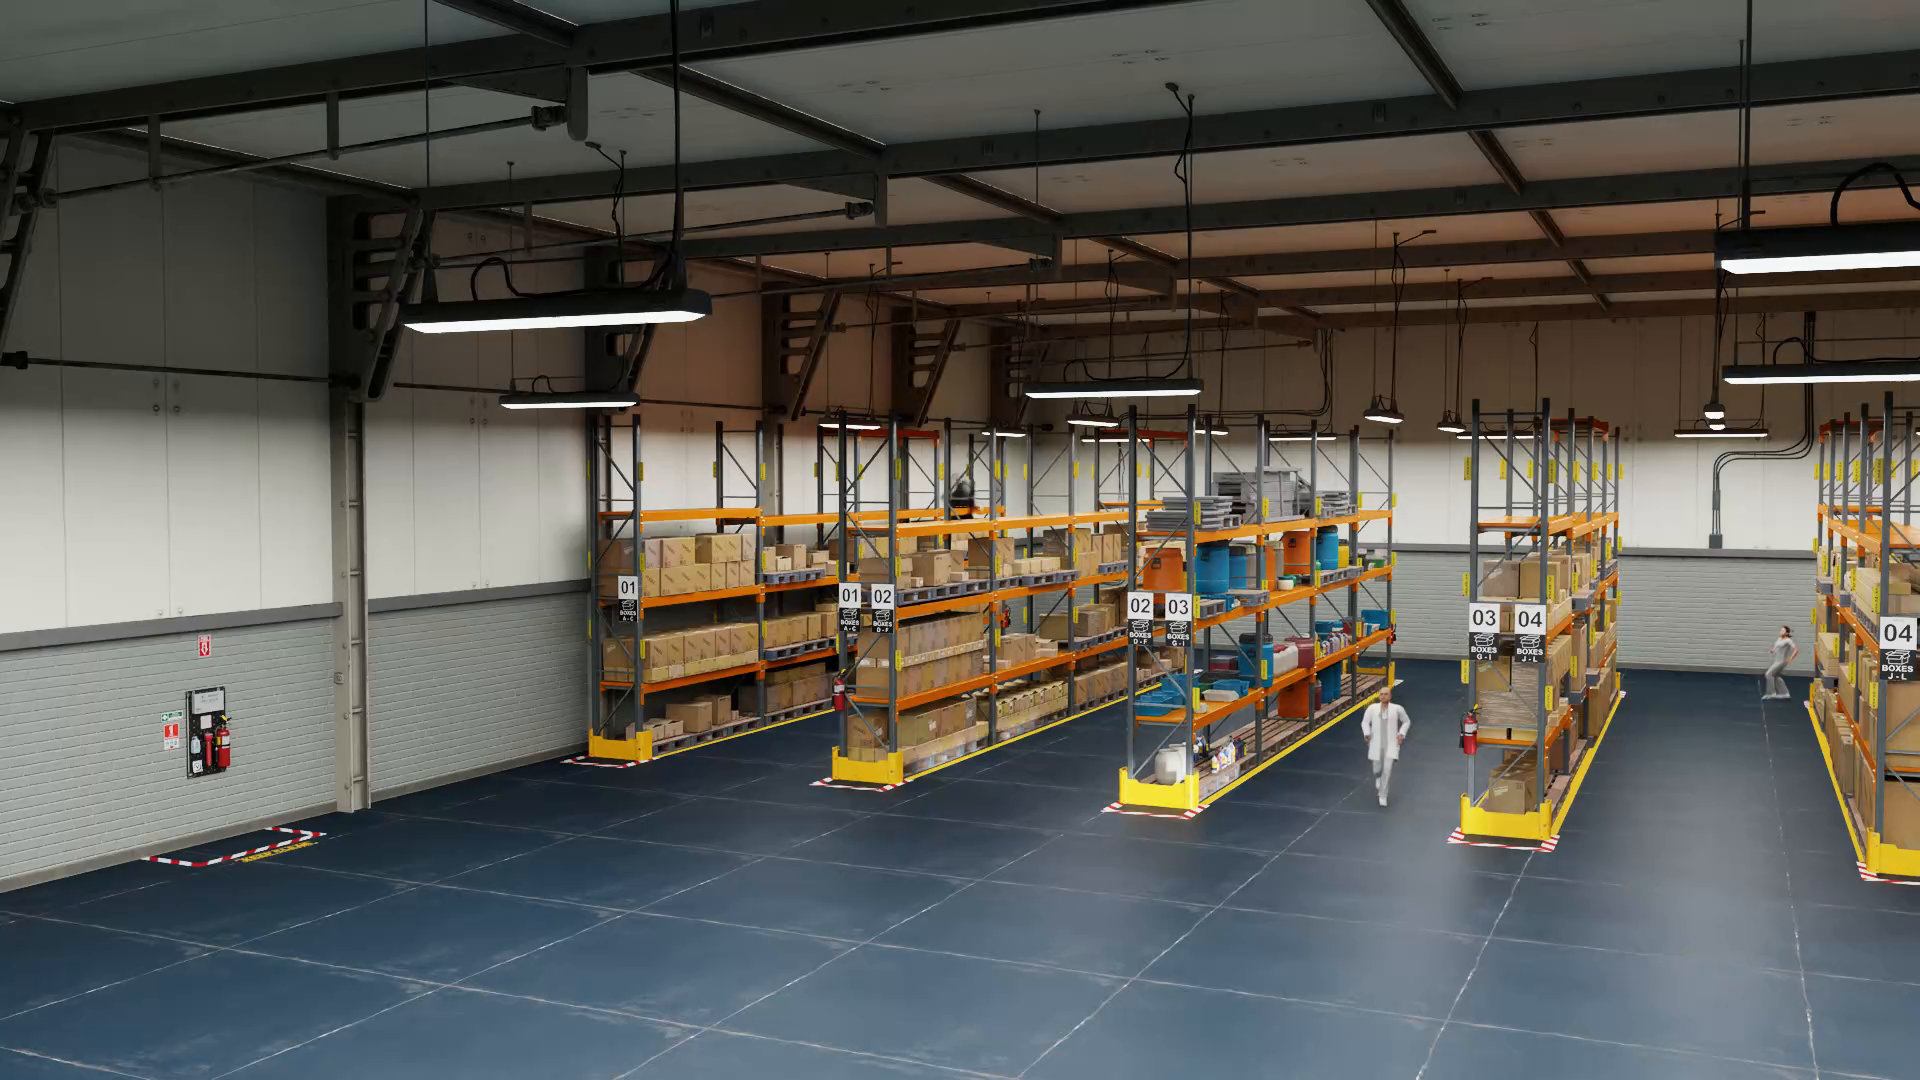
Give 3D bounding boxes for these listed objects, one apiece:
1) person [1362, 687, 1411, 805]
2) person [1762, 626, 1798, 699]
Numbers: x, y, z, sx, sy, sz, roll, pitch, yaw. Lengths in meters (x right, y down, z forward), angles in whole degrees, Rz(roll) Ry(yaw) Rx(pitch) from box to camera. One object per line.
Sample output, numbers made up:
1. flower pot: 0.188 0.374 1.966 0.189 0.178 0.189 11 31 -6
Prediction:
1. person: 6.469 3.108 25.273 0.726 1.740 0.796 1 2 20
2. person: 17.988 2.708 36.495 0.598 1.654 0.571 0 2 8
